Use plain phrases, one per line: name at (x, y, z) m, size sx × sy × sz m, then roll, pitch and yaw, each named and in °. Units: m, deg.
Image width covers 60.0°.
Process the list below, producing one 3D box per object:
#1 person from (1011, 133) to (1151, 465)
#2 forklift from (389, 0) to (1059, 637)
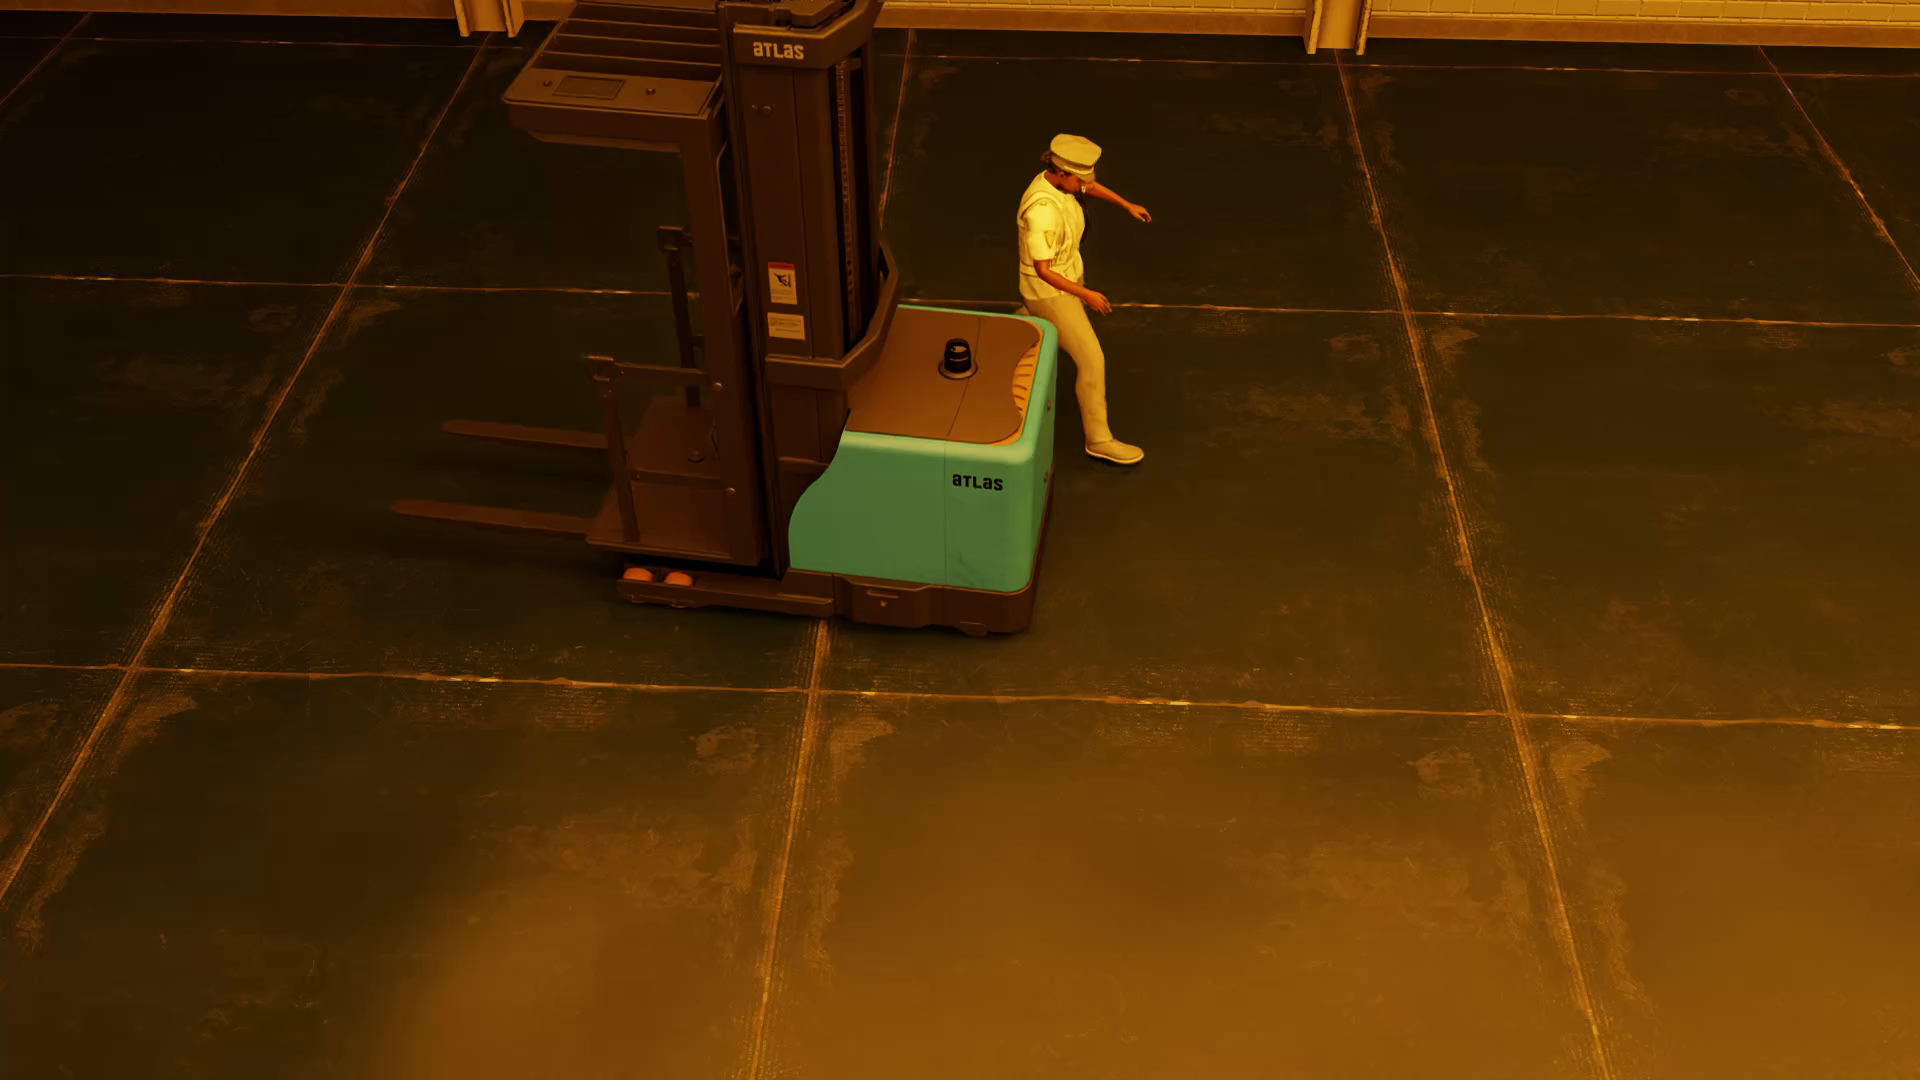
person at (0.592, -1.317, 8.285) m, size 0.955 × 1.484 × 1.078 m, roll 11°, pitch 44°, yaw 12°
forklift at (-1.112, -1.119, 6.968) m, size 3.031 × 2.935 × 1.130 m, roll 6°, pitch 43°, yaw 7°
